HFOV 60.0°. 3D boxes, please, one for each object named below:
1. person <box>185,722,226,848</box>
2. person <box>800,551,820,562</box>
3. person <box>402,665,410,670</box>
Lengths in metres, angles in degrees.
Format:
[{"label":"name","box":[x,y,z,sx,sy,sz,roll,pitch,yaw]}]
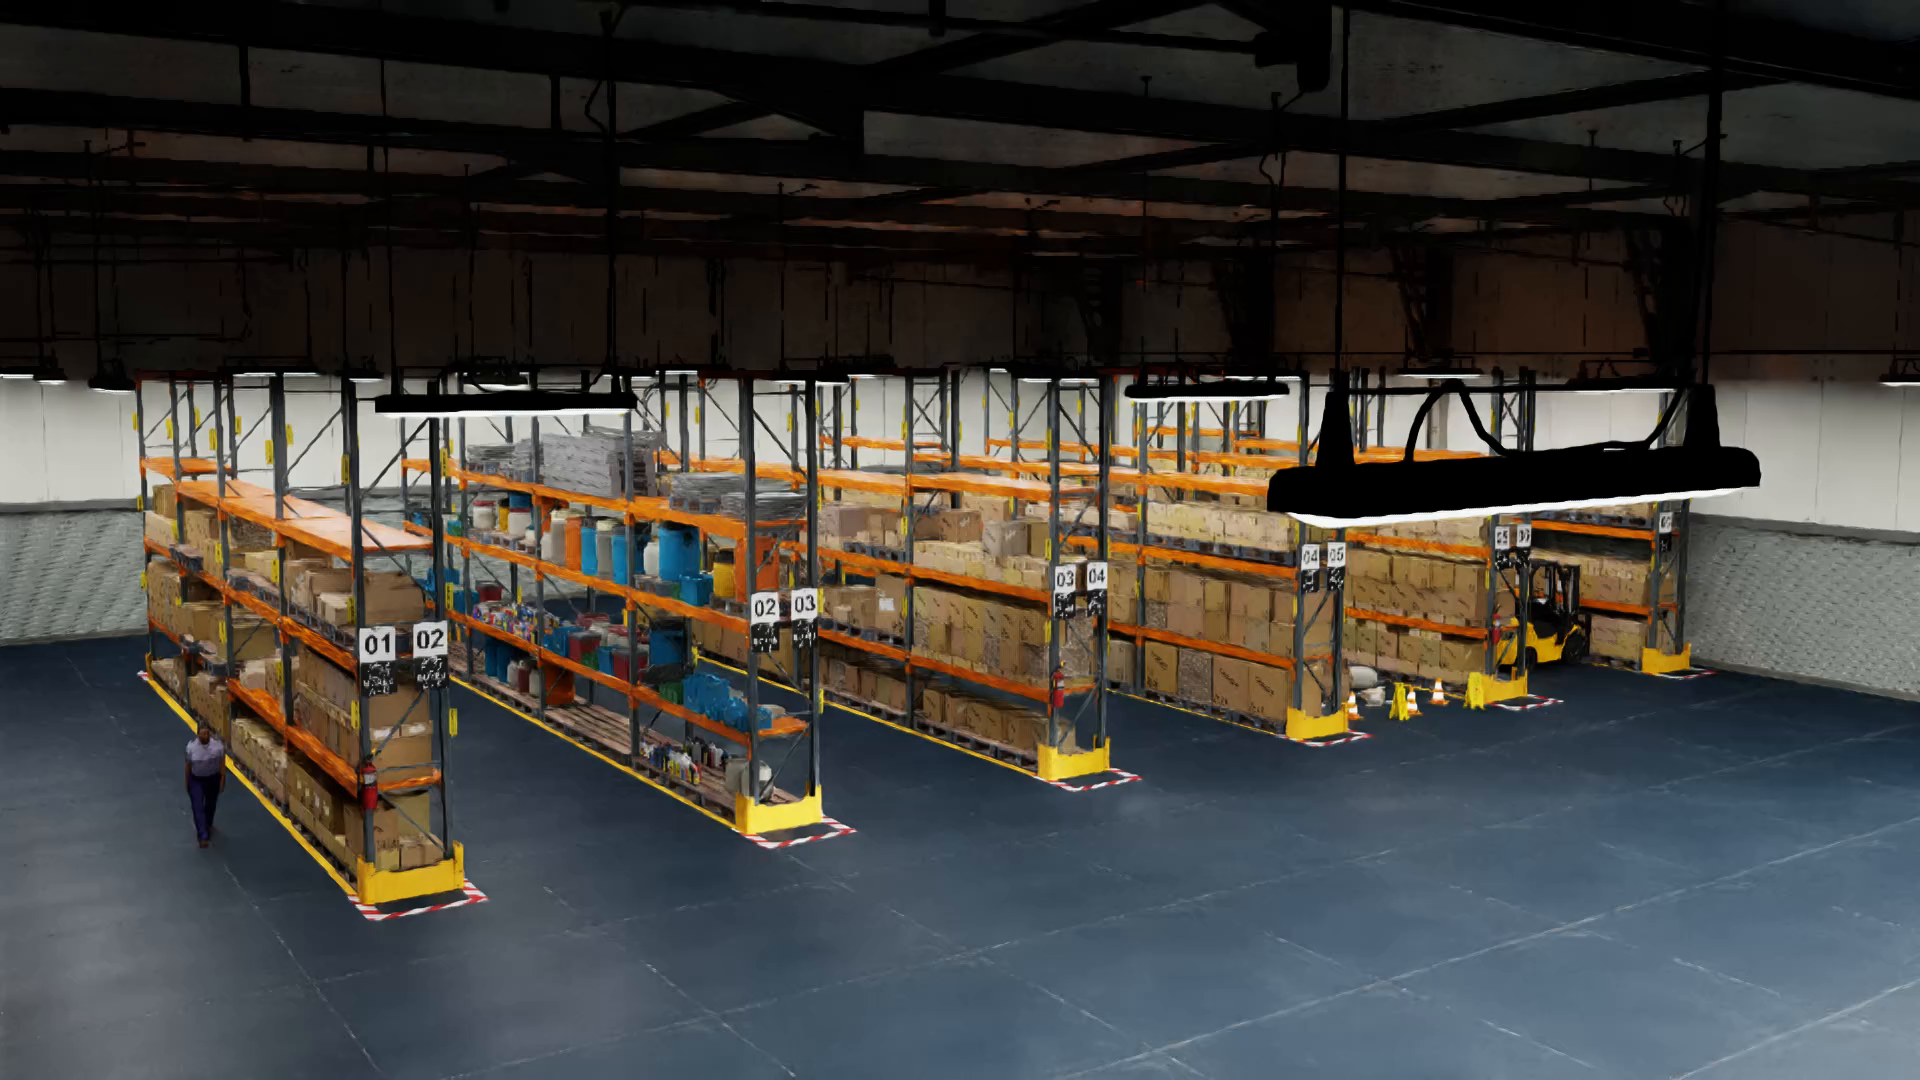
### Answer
[{"label":"person","box":[-9.755,3.114,21.537,0.478,1.567,1.093,-5,8,-36]},{"label":"person","box":[-3.950,0.524,43.779,0.560,1.764,0.588,1,7,13]},{"label":"person","box":[-10.713,1.884,31.470,0.610,1.770,0.656,-2,7,-17]}]
